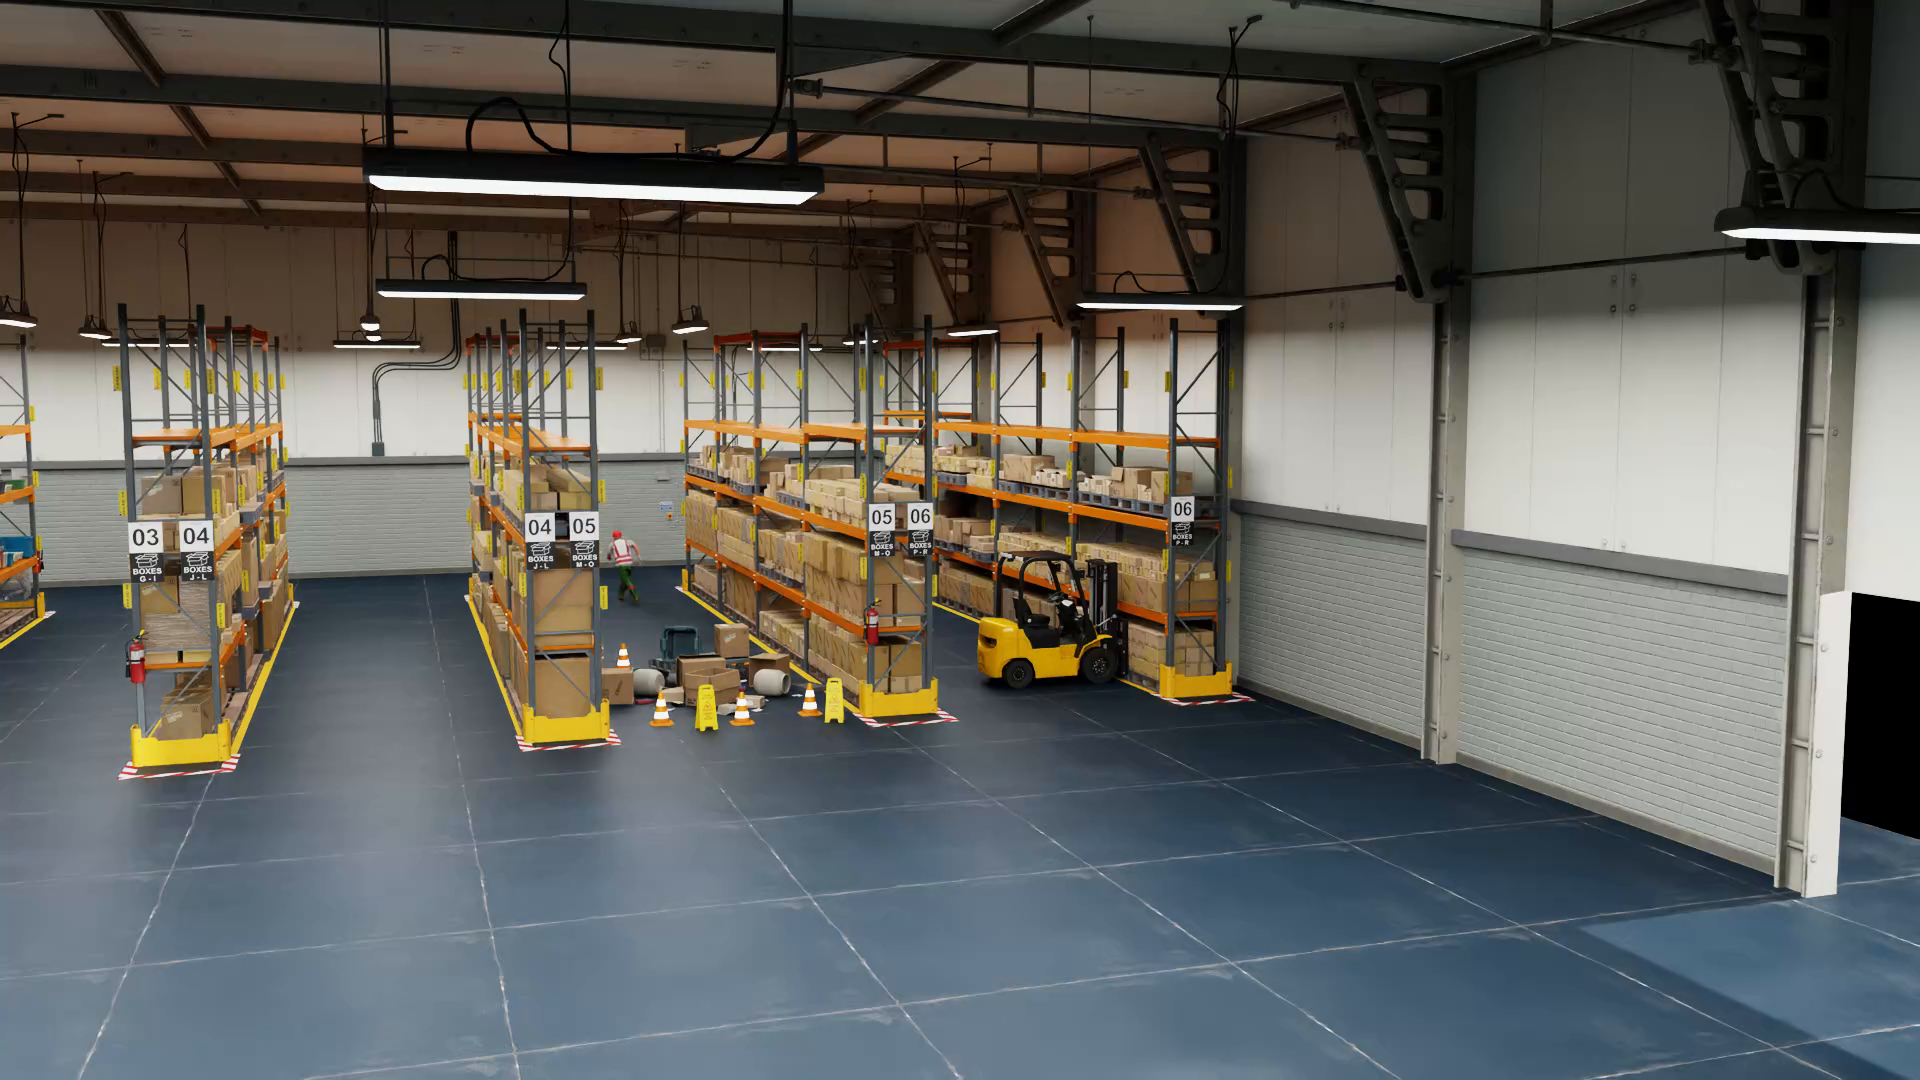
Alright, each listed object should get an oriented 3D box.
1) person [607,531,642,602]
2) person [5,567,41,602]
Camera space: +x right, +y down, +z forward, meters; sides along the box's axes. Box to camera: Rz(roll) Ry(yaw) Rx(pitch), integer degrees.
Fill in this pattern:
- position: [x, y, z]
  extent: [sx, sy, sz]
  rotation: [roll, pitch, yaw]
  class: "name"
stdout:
- position: [-7.567, 0.610, 37.634]
  extent: [0.699, 1.602, 1.094]
  rotation: [-3, 6, -32]
  class: "person"
- position: [-20.501, 0.793, 36.260]
  extent: [0.727, 1.552, 0.542]
  rotation: [-1, 5, -6]
  class: "person"
